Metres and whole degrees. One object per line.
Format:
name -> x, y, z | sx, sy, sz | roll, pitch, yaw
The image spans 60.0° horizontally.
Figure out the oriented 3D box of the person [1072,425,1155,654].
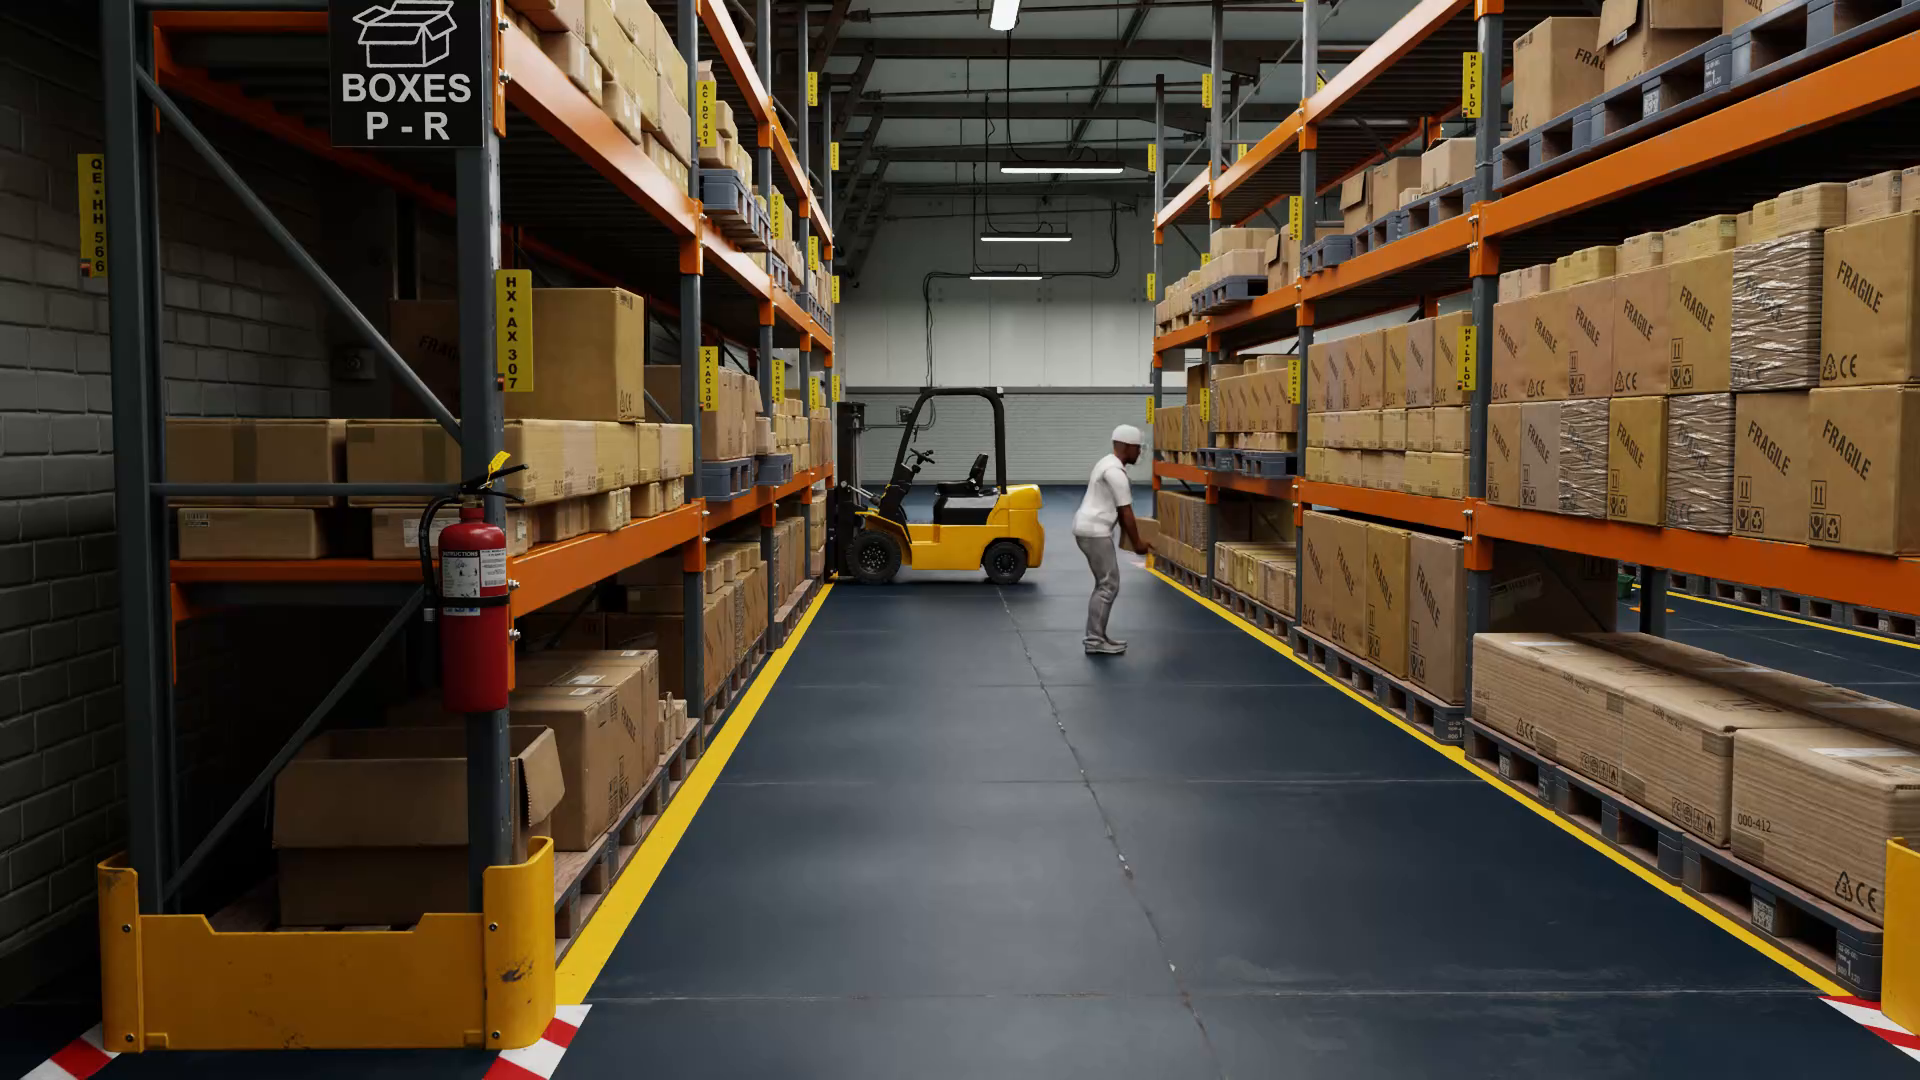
person -> 1.157, -0.012, 12.604 | 0.610, 1.718, 0.477 | 0, 4, -2
